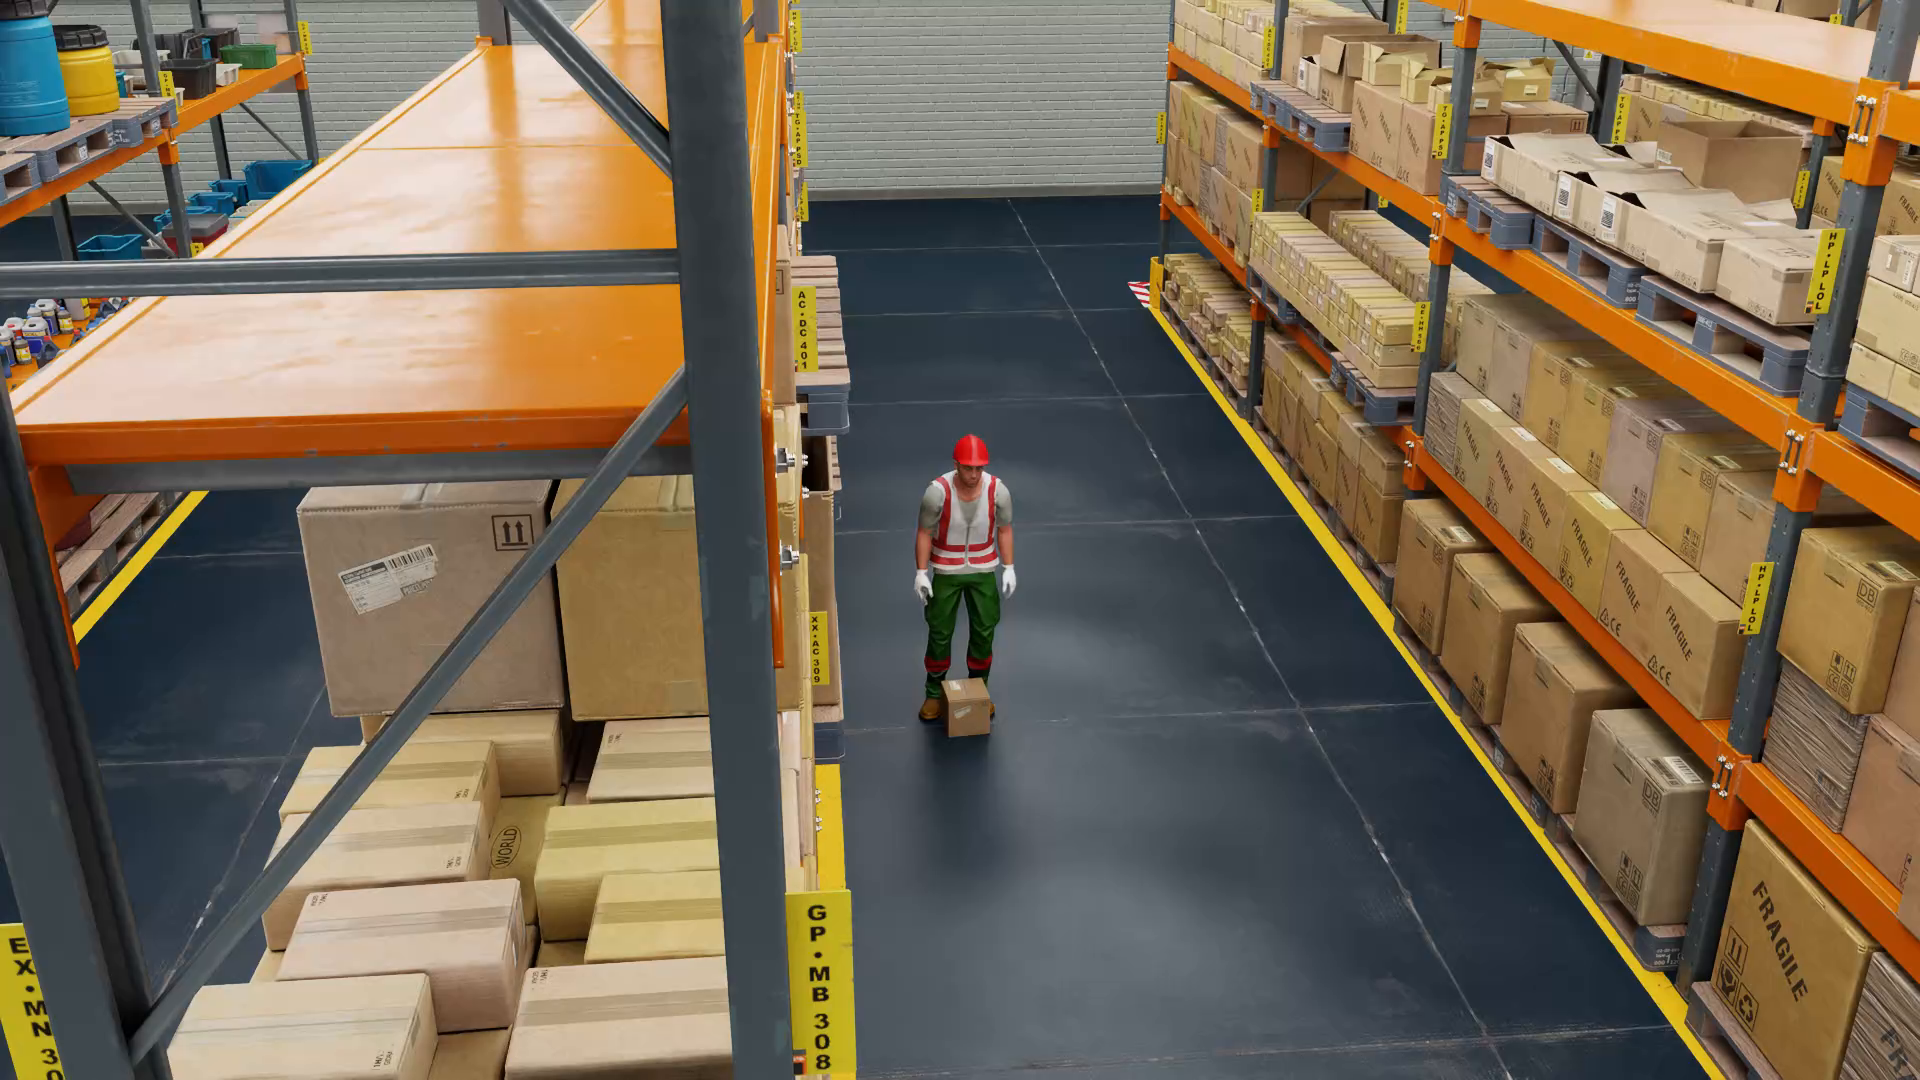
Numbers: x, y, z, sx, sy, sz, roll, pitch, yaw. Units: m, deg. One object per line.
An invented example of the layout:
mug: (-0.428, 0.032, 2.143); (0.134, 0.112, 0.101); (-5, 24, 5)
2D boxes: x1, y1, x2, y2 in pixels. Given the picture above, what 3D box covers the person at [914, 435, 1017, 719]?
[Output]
person: (0.032, 0.208, 9.833); (0.620, 1.780, 0.446); (-3, 24, -8)
